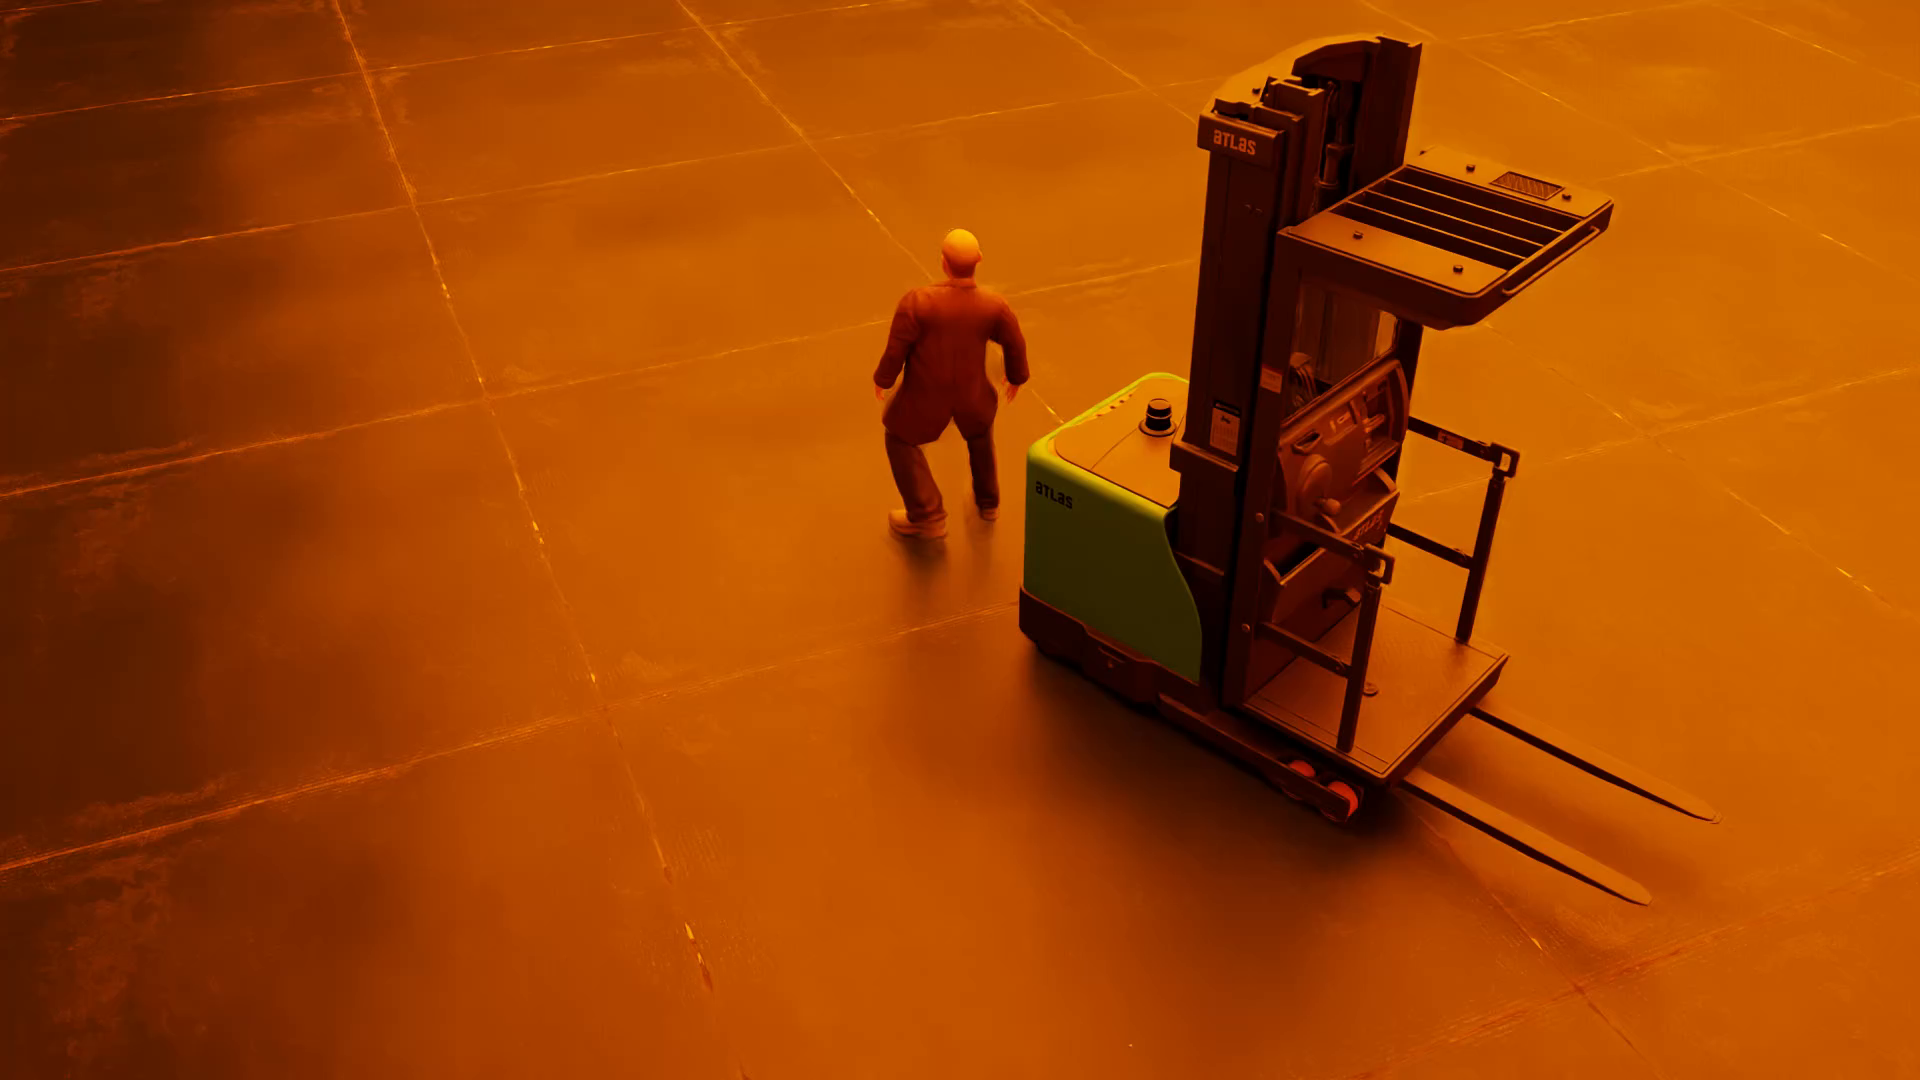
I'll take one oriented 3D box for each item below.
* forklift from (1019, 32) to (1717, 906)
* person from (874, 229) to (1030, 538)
[{"bbox_3d":[1.708,-0.361,6.607,3.031,2.935,1.130,28,44,33],"label":"forklift"},{"bbox_3d":[-0.046,-0.805,8.285,0.799,1.708,0.583,-10,37,-14],"label":"person"}]
